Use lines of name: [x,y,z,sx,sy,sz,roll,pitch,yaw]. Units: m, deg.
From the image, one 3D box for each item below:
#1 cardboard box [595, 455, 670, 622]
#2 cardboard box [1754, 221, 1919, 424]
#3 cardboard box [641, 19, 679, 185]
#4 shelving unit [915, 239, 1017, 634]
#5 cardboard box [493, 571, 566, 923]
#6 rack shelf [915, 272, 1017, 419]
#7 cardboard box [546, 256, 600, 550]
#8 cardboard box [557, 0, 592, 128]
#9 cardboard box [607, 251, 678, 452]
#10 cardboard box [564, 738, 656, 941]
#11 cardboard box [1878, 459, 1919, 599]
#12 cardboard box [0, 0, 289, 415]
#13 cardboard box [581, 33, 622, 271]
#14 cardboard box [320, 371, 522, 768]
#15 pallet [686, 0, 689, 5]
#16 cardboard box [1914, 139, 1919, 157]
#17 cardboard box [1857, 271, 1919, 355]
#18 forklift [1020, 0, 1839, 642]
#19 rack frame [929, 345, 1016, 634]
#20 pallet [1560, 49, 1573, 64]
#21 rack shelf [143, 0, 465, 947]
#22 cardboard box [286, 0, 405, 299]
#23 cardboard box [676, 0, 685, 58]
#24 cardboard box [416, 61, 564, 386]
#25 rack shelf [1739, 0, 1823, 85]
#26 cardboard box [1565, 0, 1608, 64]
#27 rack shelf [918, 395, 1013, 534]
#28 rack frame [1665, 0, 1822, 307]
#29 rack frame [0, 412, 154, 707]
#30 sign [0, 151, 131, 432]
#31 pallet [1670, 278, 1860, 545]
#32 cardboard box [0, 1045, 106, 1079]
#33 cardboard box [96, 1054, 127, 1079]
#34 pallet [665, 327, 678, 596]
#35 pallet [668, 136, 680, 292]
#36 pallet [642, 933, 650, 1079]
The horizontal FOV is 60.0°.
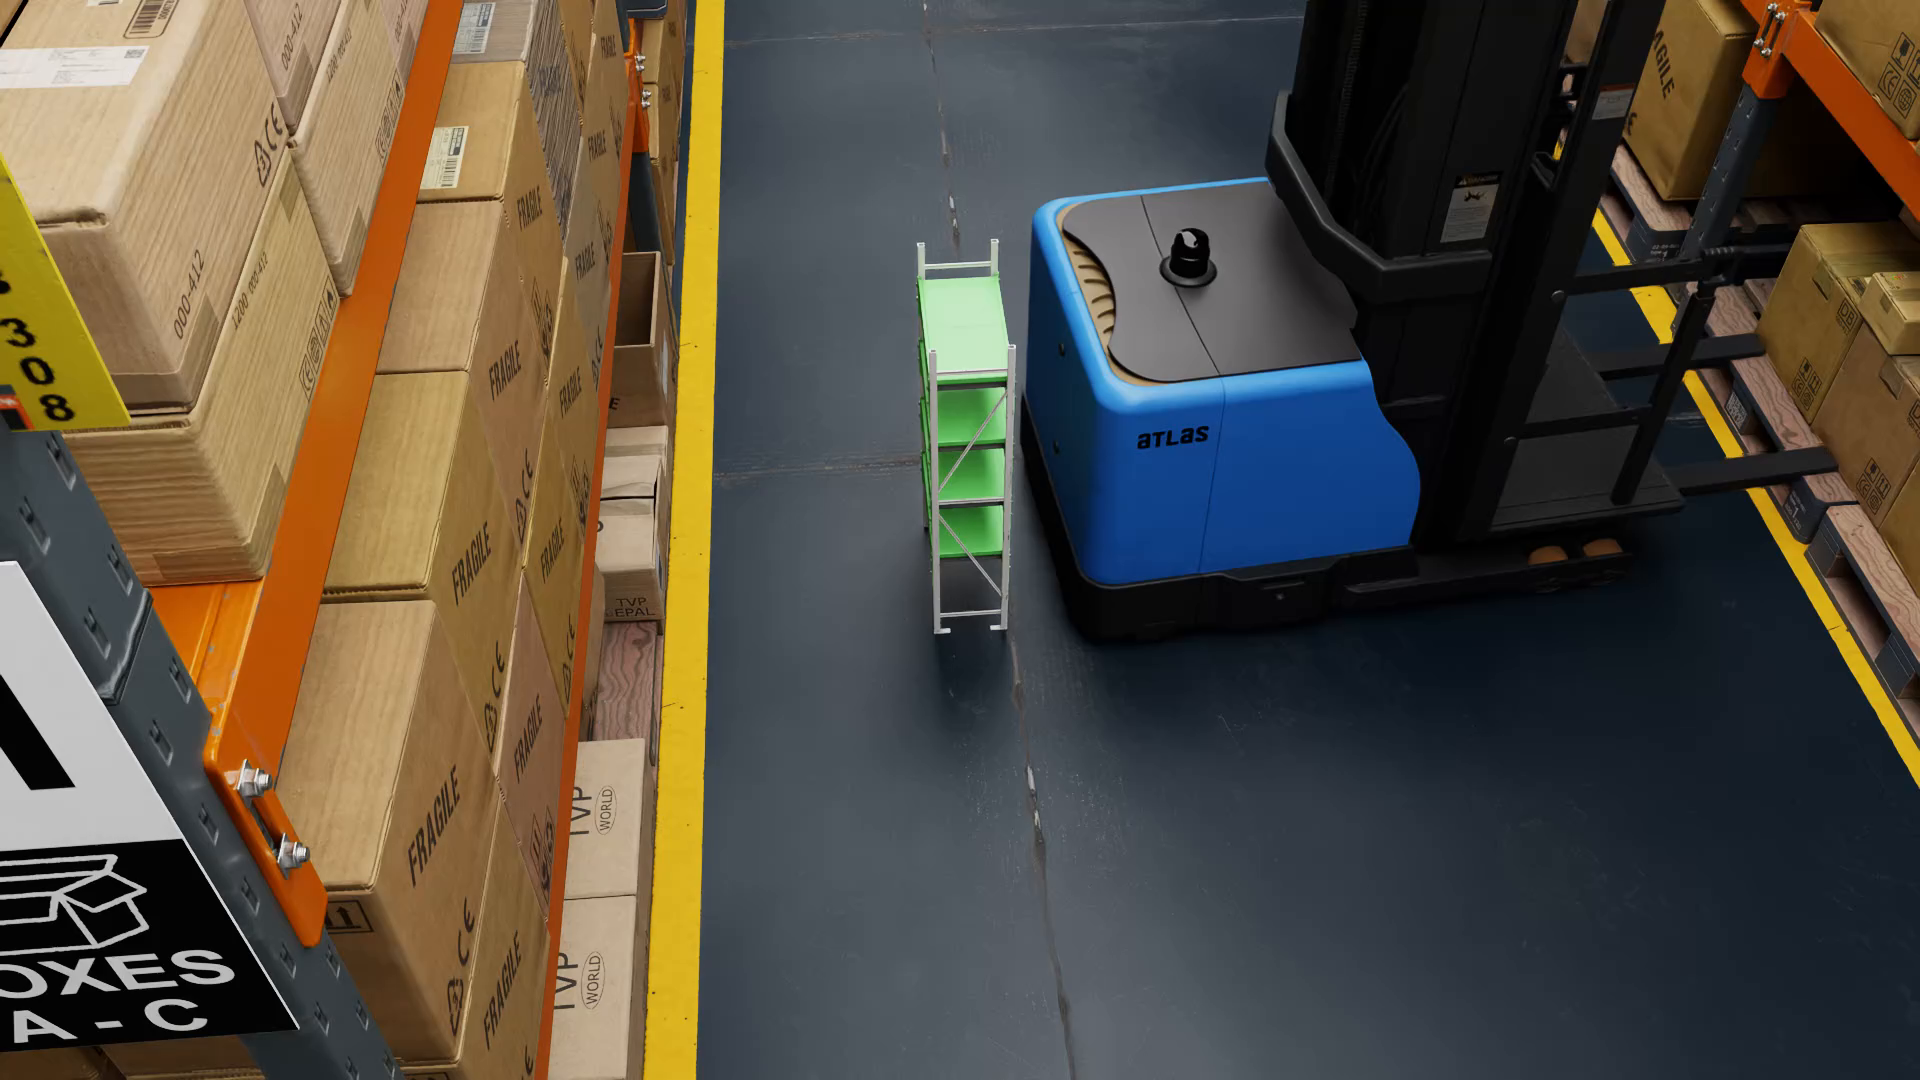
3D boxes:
cardboard box: [-1.193,-0.020,5.252,0.500,0.311,0.500,-3,47,-3]
cardboard box: [3.310,-0.772,5.848,0.700,0.500,0.500,-3,47,-3]
cardboard box: [-1.440,-1.772,6.781,0.500,0.500,0.500,-3,47,-3]
shelving unit: [0.014,-0.293,5.201,0.258,1.200,0.503,-3,47,-3]
cardboard box: [-1.075,0.419,3.218,0.500,0.500,0.500,-4,47,-4]
rack shelf: [0.014,-0.579,4.899,0.258,0.148,0.480,-3,47,-3]
cardboard box: [-1.154,-0.306,3.905,0.500,0.500,0.500,-3,47,-3]
cardboard box: [-1.241,-1.388,4.241,0.500,0.500,0.500,-4,47,-4]
cardboard box: [-1.256,-0.627,5.697,0.500,0.500,0.500,-3,47,-3]
cardboard box: [-1.098,0.823,4.495,0.500,0.250,0.500,-3,47,-3]
cardboard box: [3.389,-0.037,5.151,0.700,0.500,0.500,-3,47,-2]
cardboard box: [-1.035,-0.376,1.733,0.500,0.250,0.500,-3,47,-3]
cardboard box: [-1.245,-1.046,4.606,0.500,0.500,0.500,-2,47,-2]
cardboard box: [-1.078,0.070,2.860,0.500,0.500,0.500,-3,47,-3]
pallet: [-1.897,-3.123,8.563,1.003,0.211,1.213,-3,47,-3]
cardboard box: [3.434,-1.216,4.629,0.980,0.700,0.700,-5,47,-4]
cardboard box: [3.157,-0.736,5.367,0.380,0.149,0.250,-2,47,-2]
forklift: [1.783,-1.202,4.869,3.031,2.935,1.130,-8,47,-7]
rack frame: [0.034,-0.116,5.034,0.240,1.200,0.015,-3,47,-3]
pallet: [3.104,-2.514,7.986,1.003,0.211,1.213,-3,47,-3]
rack shelf: [-1.419,-1.068,3.125,1.077,0.370,4.000,-3,47,-3]
cardboard box: [-1.070,-0.566,2.258,0.500,0.250,0.500,-3,47,-3]
cardboard box: [-1.516,-2.500,7.471,0.500,0.500,0.500,-5,47,-5]
cardboard box: [-1.158,-0.659,3.551,0.500,0.500,0.500,-4,47,-4]
rack shelf: [3.182,-3.234,7.242,1.077,0.370,4.000,-3,47,-3]
cardboard box: [3.088,-2.545,7.286,0.750,0.750,0.750,-2,47,-2]
rack shelf: [0.014,-0.249,5.247,0.258,0.148,0.480,-3,47,-3]
rack frame: [3.349,-2.034,5.611,1.000,3.000,0.127,-3,47,-3]
rack frame: [-1.252,-0.899,0.404,1.000,3.000,0.127,-3,47,-3]
sign: [-0.711,-0.202,1.207,0.100,0.325,0.005,-3,47,-3]
pallet: [3.335,-0.521,6.098,1.003,0.211,1.213,-3,47,-3]
cardboard box: [-1.563,0.480,2.472,0.500,0.500,0.500,-4,47,-4]
cardboard box: [-1.561,0.822,2.837,0.500,0.500,0.500,-2,47,-2]
pallet: [-1.530,-0.275,5.865,1.003,0.211,1.213,-3,47,-3]
pallet: [-1.692,-1.358,6.891,1.003,0.211,1.213,-3,47,-3]
pallet: [-1.326,1.491,4.193,1.003,0.211,1.213,-3,47,-3]
